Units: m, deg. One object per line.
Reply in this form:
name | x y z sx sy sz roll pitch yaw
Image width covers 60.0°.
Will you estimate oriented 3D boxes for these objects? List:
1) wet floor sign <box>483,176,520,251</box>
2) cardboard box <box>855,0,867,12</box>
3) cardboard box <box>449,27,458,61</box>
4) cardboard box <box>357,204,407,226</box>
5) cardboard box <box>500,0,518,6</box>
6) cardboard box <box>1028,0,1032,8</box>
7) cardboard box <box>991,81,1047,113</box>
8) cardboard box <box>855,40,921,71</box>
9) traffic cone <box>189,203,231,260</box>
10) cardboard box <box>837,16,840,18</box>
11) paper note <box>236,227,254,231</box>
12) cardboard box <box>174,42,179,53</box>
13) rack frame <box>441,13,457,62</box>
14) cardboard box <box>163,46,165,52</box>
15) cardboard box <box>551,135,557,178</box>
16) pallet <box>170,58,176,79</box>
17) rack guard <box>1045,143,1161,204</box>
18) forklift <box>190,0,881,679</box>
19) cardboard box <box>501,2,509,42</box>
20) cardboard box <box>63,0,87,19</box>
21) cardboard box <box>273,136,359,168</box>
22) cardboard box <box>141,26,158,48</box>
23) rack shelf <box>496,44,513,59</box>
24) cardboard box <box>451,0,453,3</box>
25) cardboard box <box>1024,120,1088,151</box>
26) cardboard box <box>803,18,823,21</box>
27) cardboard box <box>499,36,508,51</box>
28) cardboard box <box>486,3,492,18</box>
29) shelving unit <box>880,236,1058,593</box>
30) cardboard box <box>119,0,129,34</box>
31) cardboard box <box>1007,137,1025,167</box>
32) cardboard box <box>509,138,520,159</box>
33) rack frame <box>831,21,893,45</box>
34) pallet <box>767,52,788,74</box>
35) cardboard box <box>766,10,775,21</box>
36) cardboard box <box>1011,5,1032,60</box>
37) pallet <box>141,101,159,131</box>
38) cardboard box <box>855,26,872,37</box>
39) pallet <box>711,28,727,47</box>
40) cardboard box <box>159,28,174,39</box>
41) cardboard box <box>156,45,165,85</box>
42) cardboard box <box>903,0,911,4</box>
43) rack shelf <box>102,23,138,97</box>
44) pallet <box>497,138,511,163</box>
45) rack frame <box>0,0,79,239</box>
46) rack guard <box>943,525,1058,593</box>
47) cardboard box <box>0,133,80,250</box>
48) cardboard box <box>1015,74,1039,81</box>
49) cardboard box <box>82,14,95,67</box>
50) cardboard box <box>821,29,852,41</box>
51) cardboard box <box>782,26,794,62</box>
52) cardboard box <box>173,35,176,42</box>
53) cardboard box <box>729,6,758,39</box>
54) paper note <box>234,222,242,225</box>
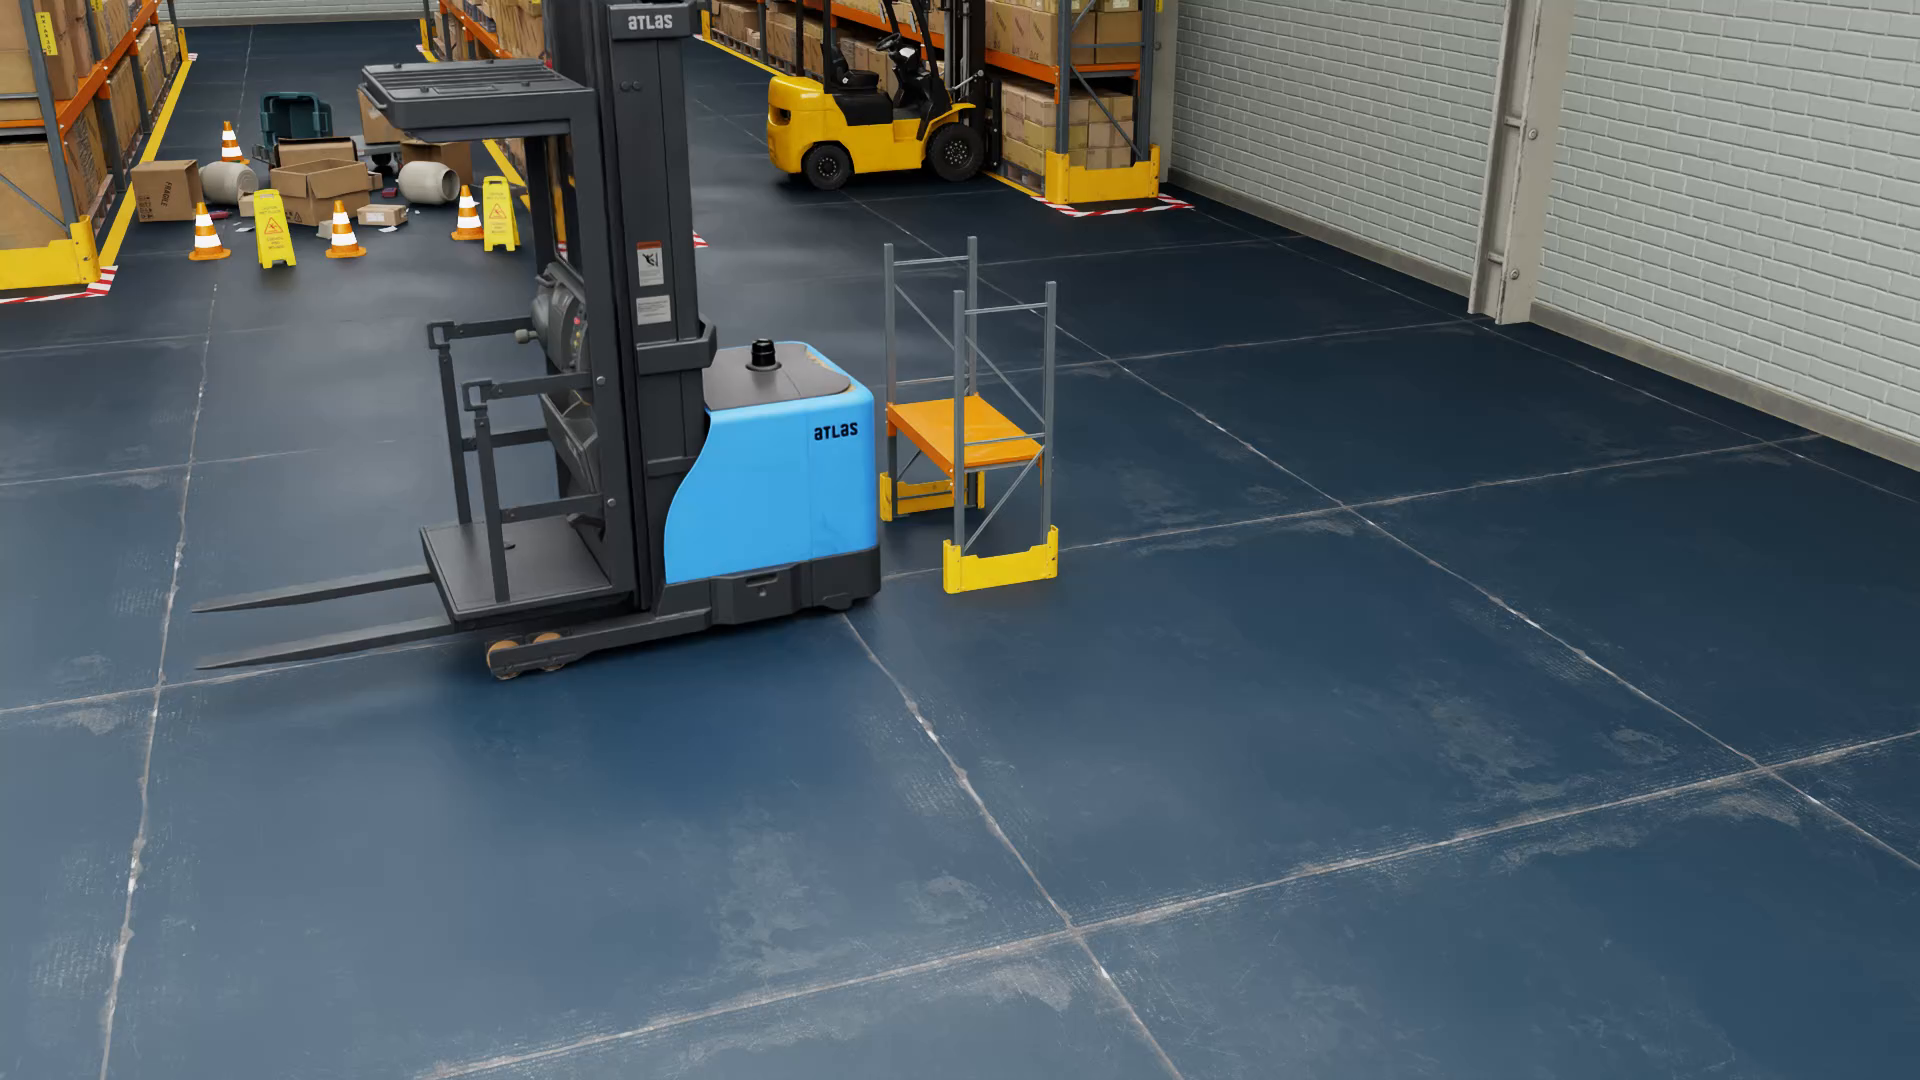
wet floor sign | -4.124 -2.931 14.873 0.267 0.644 0.232 0 23 -1
cardboard box | -1.084 -7.187 22.134 0.500 0.250 0.500 -9 25 -21
cardboard box | -7.550 -7.848 26.265 0.875 0.438 0.875 -9 24 -20
cardboard box | -5.542 -3.117 15.954 0.380 0.149 0.250 4 23 9
cardboard box | -4.023 -5.387 15.871 0.700 0.500 0.500 -9 24 -20
cardboard box | 0.916 -5.538 17.064 0.380 0.149 0.250 -8 24 -18
cardboard box | 0.625 -4.793 17.971 0.500 0.250 0.500 -8 24 -18
cardboard box | -0.928 -6.455 22.721 0.875 0.625 0.625 -8 24 -17
traffic cone | -6.644 -2.735 14.642 0.336 0.463 0.334 -8 24 -19
cardboard box | -1.890 -8.056 25.845 0.380 0.149 0.250 -8 24 -18
paper note | -6.736 -2.934 15.675 0.144 0.017 0.142 0 23 -1
cardboard box | -12.871 -7.967 26.920 0.380 0.149 0.250 -8 24 -17
rack frame | -7.429 -8.592 25.273 1.000 3.000 0.127 -8 24 -19
cardboard box | -12.314 -7.433 25.271 0.380 0.149 0.250 -7 24 -17
cardboard box | -3.717 -3.759 15.841 0.500 0.500 0.500 -8 24 -19
pallet | -12.729 -7.274 25.737 1.003 0.211 1.213 -8 24 -19
rack guard | 1.461 -3.754 17.012 1.175 0.500 0.348 -8 24 -19
forklift | -1.943 -0.973 7.284 3.031 2.935 1.130 -10 25 -22
cardboard box | -4.509 -5.491 17.404 0.500 0.500 0.500 -8 24 -19
cardboard box | -8.797 -5.213 15.674 0.875 0.550 0.550 -8 24 -19
cardboard box | -6.517 -3.773 16.880 0.797 0.637 0.503 -8 24 -19
cardboard box | -11.524 -7.027 23.273 0.500 0.250 0.500 -9 24 -20
rack shelf | -3.896 -4.627 16.792 1.077 0.370 4.000 -8 24 -19
cardboard box | -6.795 -7.586 23.080 0.500 0.250 0.500 -9 24 -20
cardboard box | 0.988 -4.205 17.220 0.500 0.250 0.500 -9 24 -20
cardboard box | -2.266 -7.888 25.446 0.380 0.149 0.250 -8 24 -19
cardboard box | -4.792 -5.411 18.049 0.380 0.149 0.250 -8 24 -19
cardboard box | -5.244 -6.099 19.141 0.380 0.149 0.250 -9 24 -20
shelving unit | 0.027 -0.663 8.393 0.587 1.500 1.083 -8 24 -19
cardboard box | -10.026 -6.161 19.376 0.500 0.500 0.500 -8 24 -19
cardboard box | 0.824 -4.150 17.734 0.500 0.250 0.500 -8 24 -19
cardboard box | -4.647 -4.360 18.232 0.500 0.250 0.500 -10 25 -21
rack frame | -1.374 -7.821 23.444 1.000 3.000 0.127 -8 24 -19
pallet | -2.464 -7.699 26.745 1.003 0.211 1.213 -8 24 -19
cardboard box | -2.909 -8.448 26.774 0.380 0.149 0.250 -7 24 -16
cardboard box | 0.858 -5.293 17.317 0.500 0.500 0.500 -8 24 -17
pallet | -10.886 -5.422 21.342 1.003 0.211 1.213 -8 24 -19
cardboard box | -1.335 -7.494 24.510 0.380 0.149 0.250 -8 24 -17
pallet | -3.890 -9.125 30.130 1.003 0.211 1.213 -8 24 -19
cardboard box | -12.589 -7.957 26.131 0.380 0.149 0.250 -7 24 -17
cardboard box | -11.527 -6.683 23.422 0.500 0.500 0.500 -9 24 -20
cardboard box | -0.373 -6.672 20.268 0.500 0.250 0.500 -9 24 -20
rack shelf | -9.905 -5.364 18.542 1.077 0.370 4.000 -8 24 -19
pallet | -4.879 -4.683 19.589 1.003 0.211 1.213 -8 24 -19
rack frame | -7.785 -3.516 13.230 1.000 3.000 0.127 -8 24 -19
rack guard | 0.203 0.093 8.206 0.587 0.250 0.087 -8 24 -19
cardboard box | -8.086 -2.968 14.124 0.875 0.875 0.875 -8 24 -19
cardboard box | 0.939 -5.053 18.590 0.500 0.250 0.500 -9 24 -20
cardboard box | -9.056 -4.906 16.335 0.875 0.550 0.550 -8 24 -19
cardboard box | -1.785 -7.306 24.065 0.380 0.149 0.250 -10 25 -22
cardboard box | -2.457 -7.735 25.918 0.500 0.500 0.500 -9 25 -21
cardboard box | -12.984 -8.194 27.075 0.380 0.149 0.250 -9 24 -20
cardboard box | -3.713 -9.012 28.948 0.500 0.500 0.500 -8 24 -18
paper note | -6.920 -3.029 15.925 0.032 0.001 0.123 4 23 9
